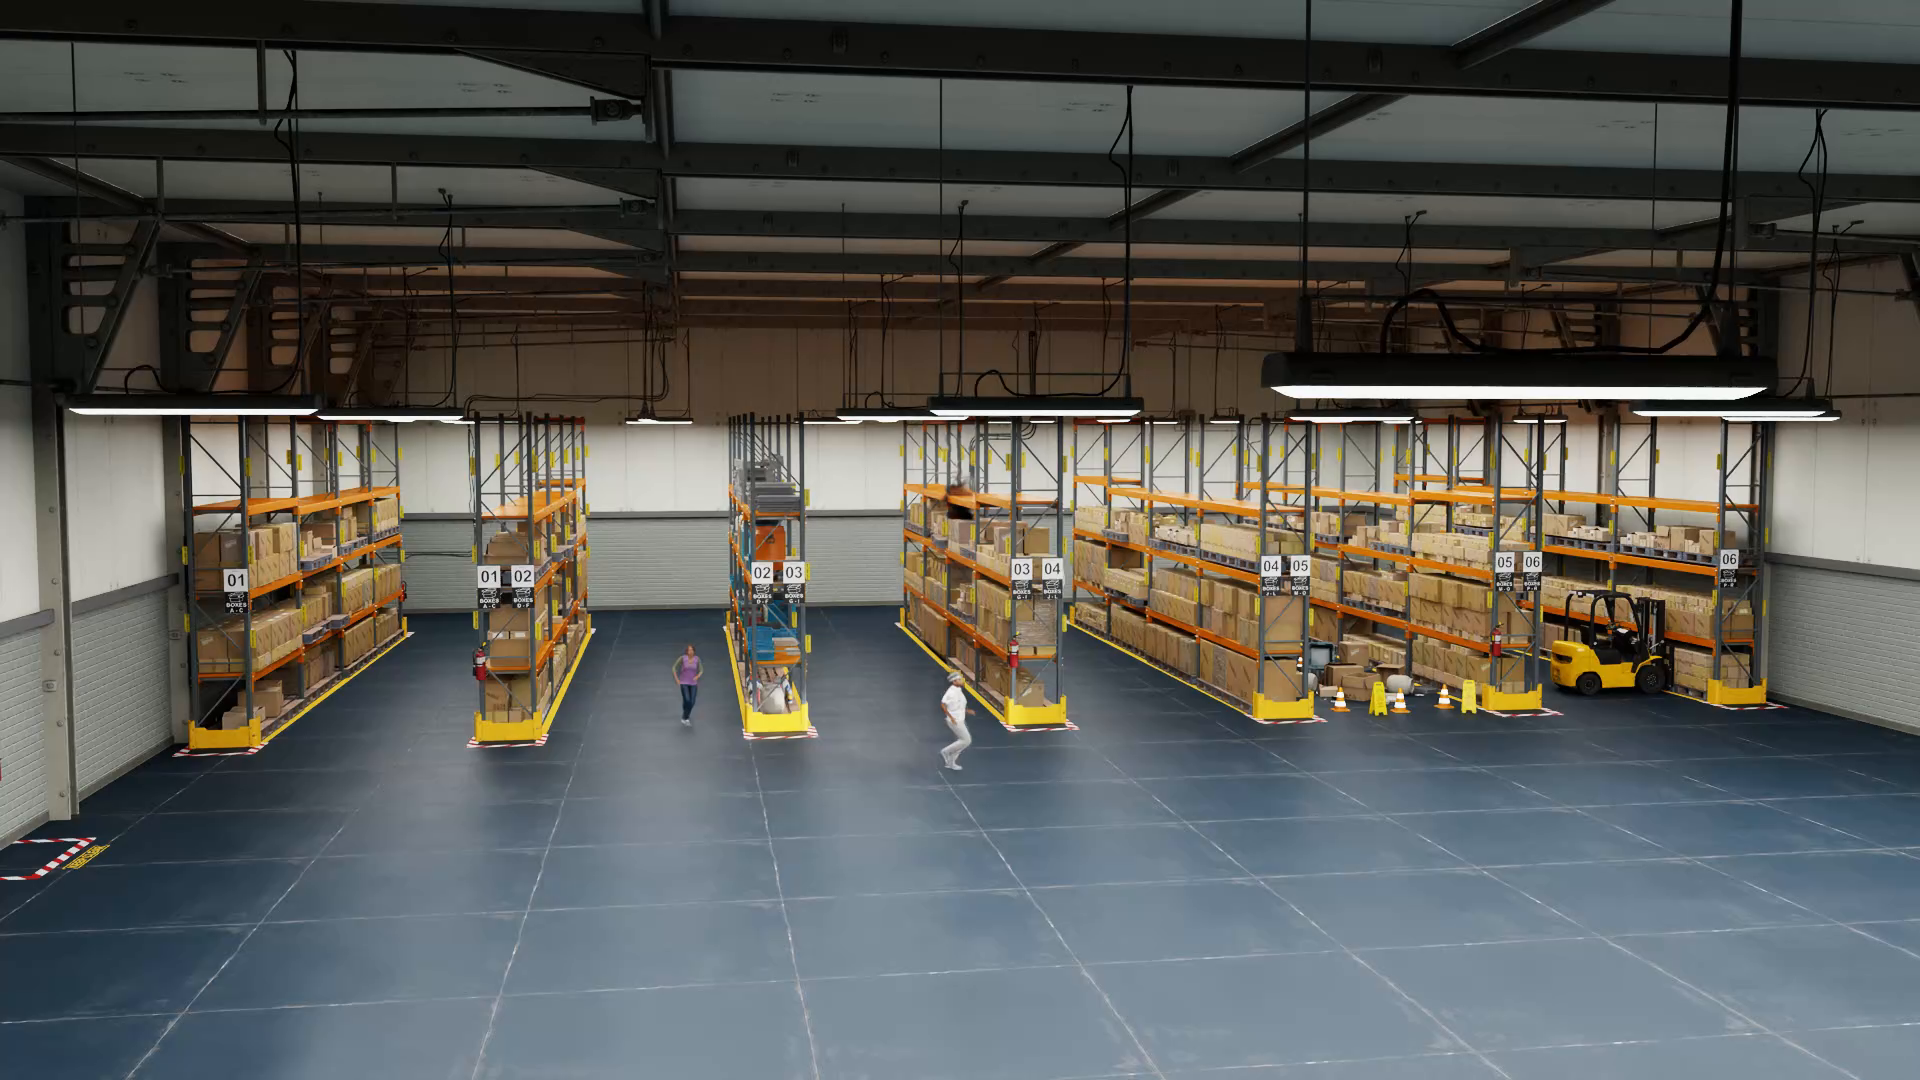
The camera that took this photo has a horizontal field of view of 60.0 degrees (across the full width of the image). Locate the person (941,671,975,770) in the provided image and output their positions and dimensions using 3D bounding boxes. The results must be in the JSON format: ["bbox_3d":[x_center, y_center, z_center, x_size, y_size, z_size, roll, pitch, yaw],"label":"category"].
[{"bbox_3d":[-0.020,3.012,27.762,0.550,1.656,0.568,1,4,12],"label":"person"}]

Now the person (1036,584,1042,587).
[{"bbox_3d":[2.316,1.560,48.207,0.769,1.812,0.842,1,4,16],"label":"person"}]

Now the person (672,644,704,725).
[{"bbox_3d":[-5.181,2.775,31.801,0.585,1.559,0.500,-1,4,-20],"label":"person"}]
